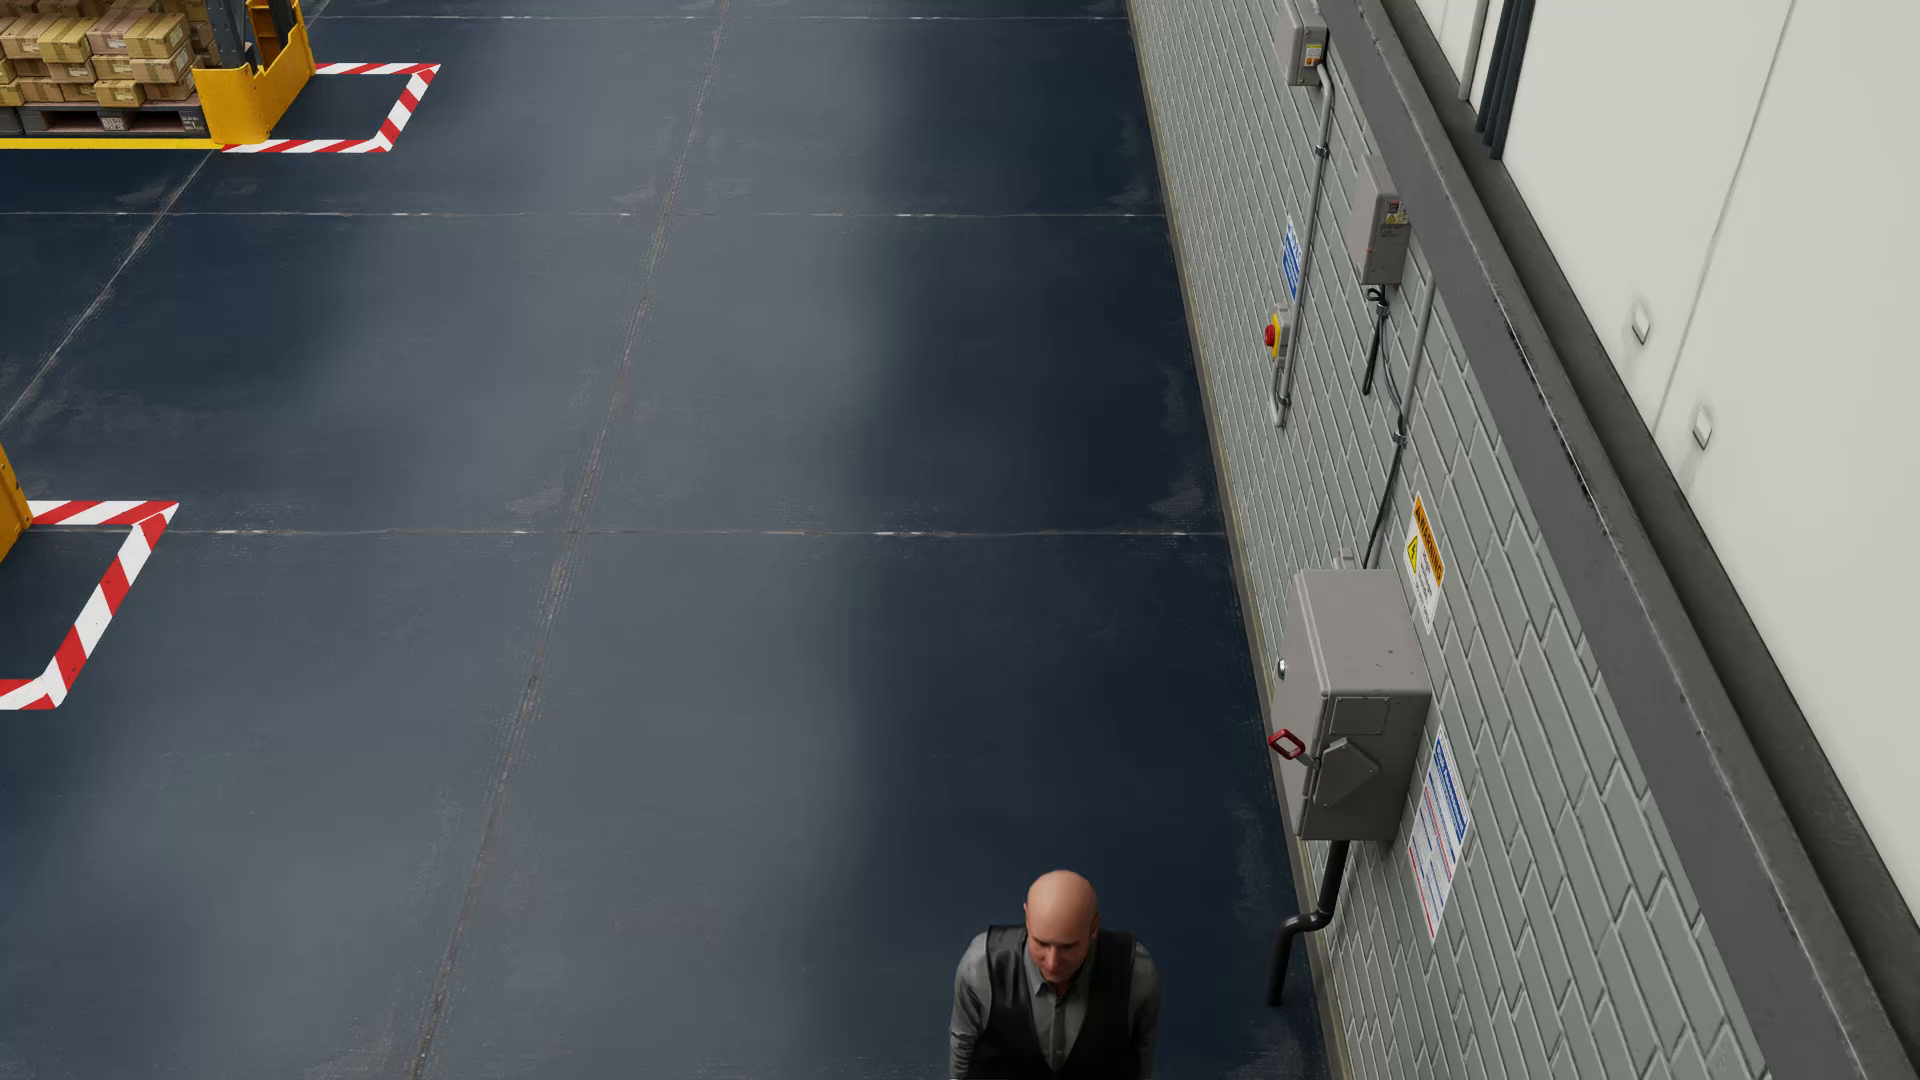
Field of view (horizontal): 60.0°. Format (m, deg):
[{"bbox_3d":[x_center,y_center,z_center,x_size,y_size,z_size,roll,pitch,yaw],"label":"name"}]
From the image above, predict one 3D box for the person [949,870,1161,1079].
[{"bbox_3d":[0.236,1.488,4.356,0.530,1.725,0.358,1,39,2],"label":"person"}]
